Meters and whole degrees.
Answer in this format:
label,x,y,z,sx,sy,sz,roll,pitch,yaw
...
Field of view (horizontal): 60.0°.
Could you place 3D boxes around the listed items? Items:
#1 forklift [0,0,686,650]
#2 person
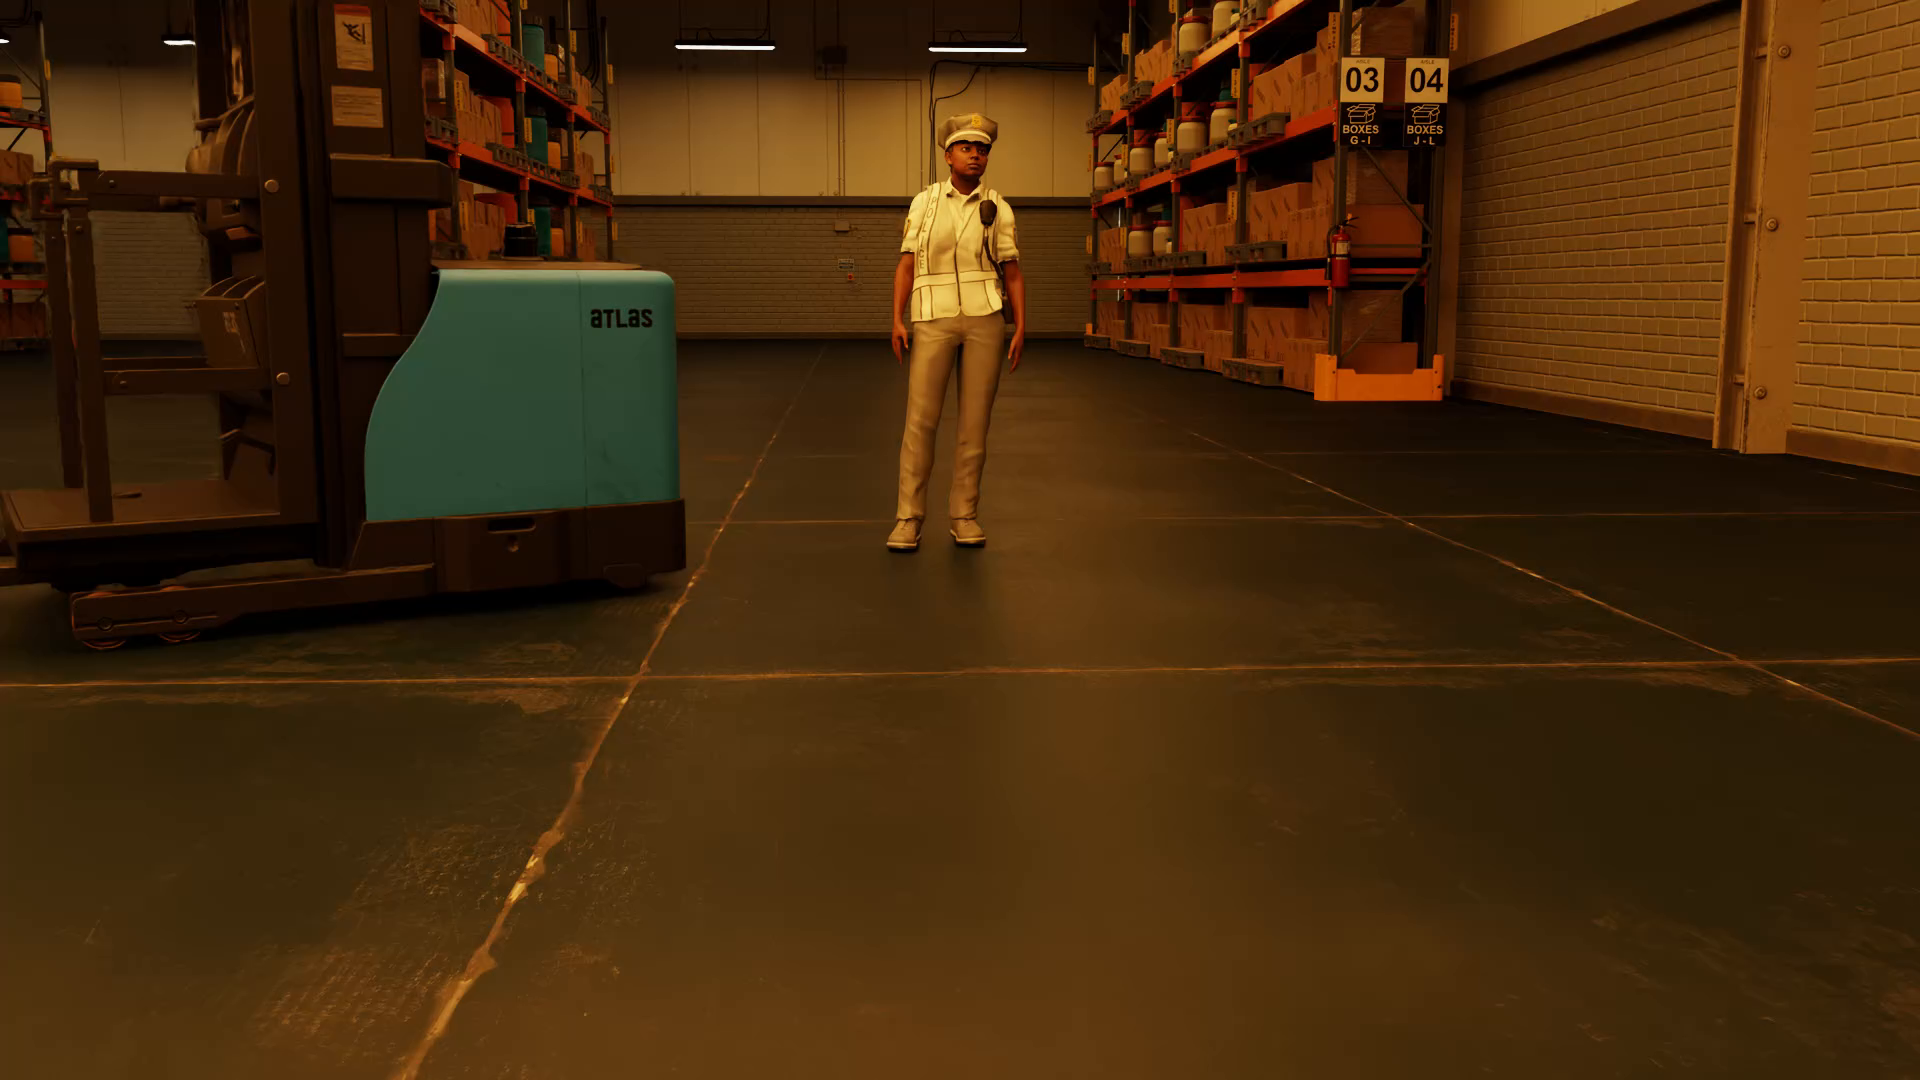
label,x,y,z,sx,sy,sz,roll,pitch,yaw
forklift,-2.459,-1.226,5.086,3.031,2.935,1.130,-5,10,-31
person,-0.015,-0.834,6.609,0.570,1.695,0.530,-1,8,-4
